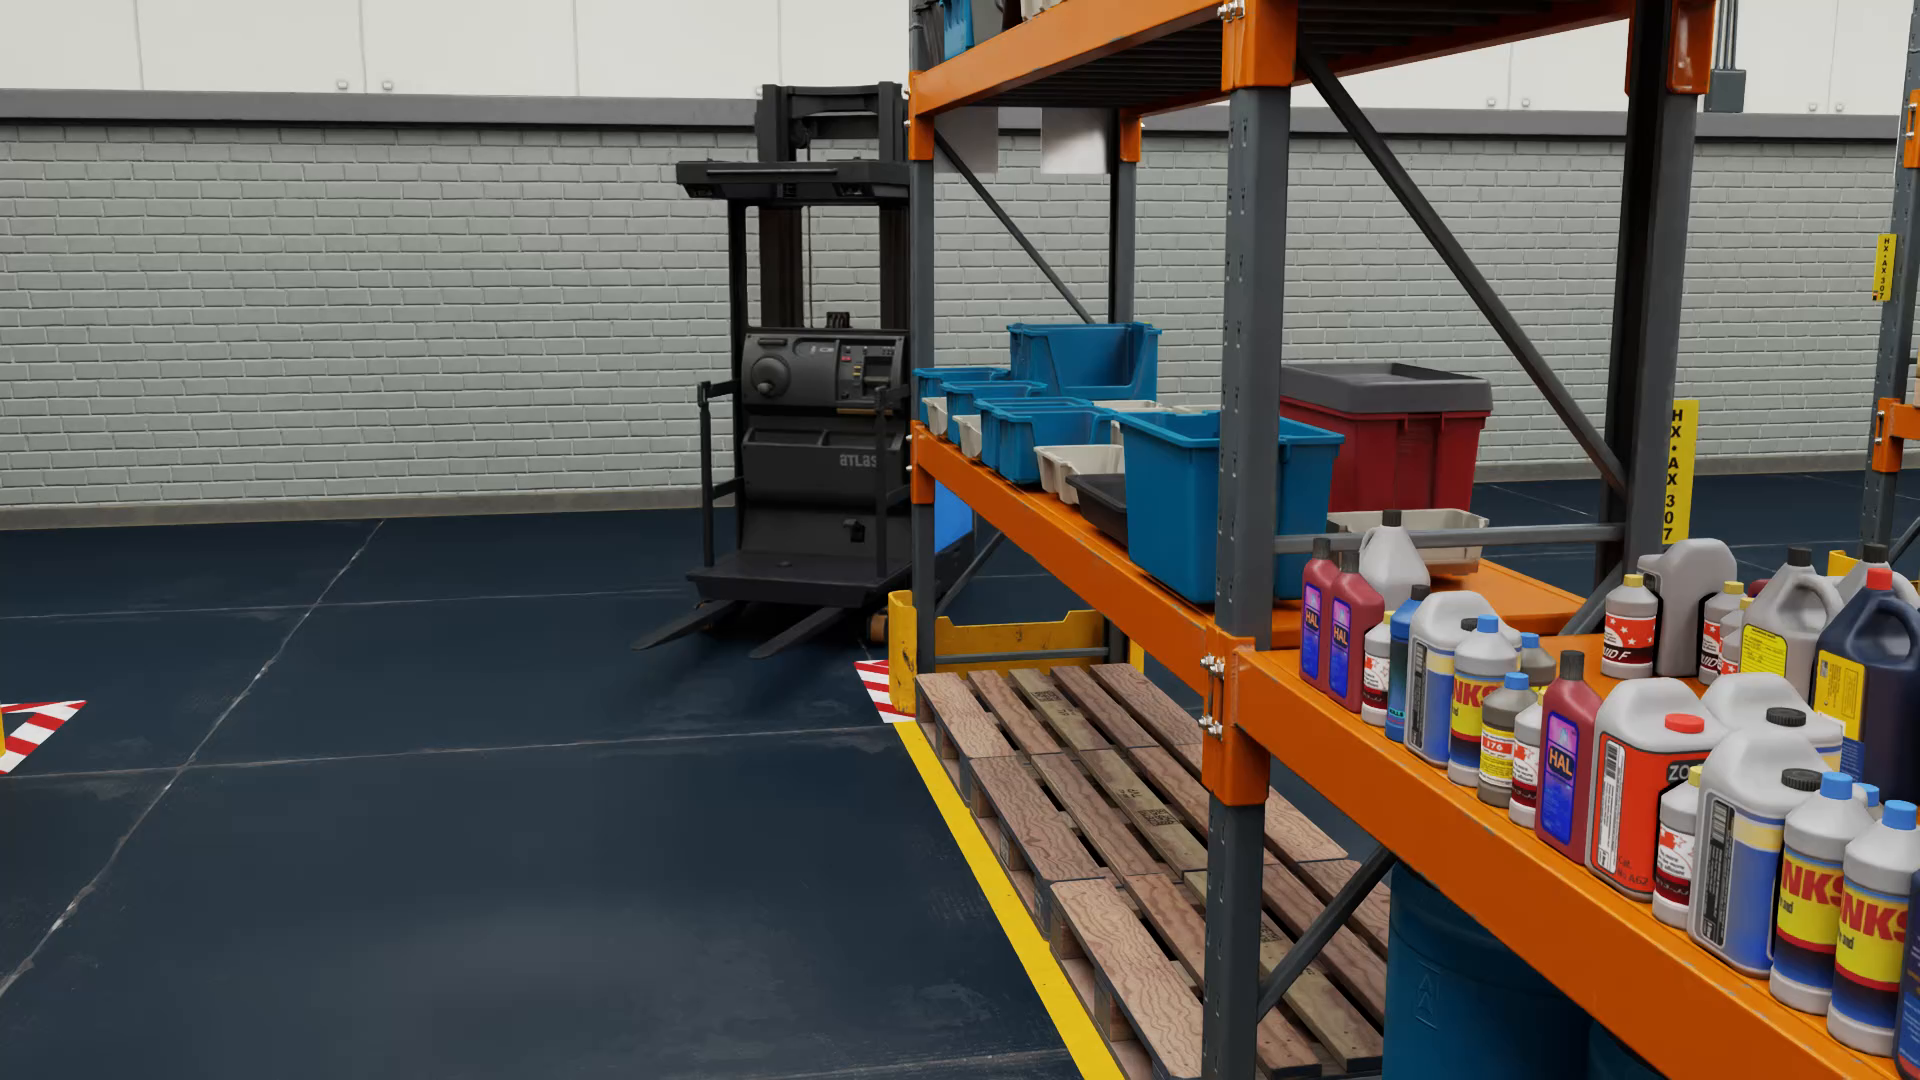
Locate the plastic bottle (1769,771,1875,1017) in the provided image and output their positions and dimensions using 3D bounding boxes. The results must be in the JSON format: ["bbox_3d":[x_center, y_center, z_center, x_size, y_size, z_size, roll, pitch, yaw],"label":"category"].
[{"bbox_3d":[0.996,0.401,1.912,0.097,0.271,0.097,0,11,0],"label":"plastic bottle"}]

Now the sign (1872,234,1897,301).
[{"bbox_3d":[4.594,-1.355,8.264,0.100,0.325,0.005,-2,11,-11],"label":"sign"}]

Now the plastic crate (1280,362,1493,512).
[{"bbox_3d":[1.131,-0.230,4.548,0.402,0.464,0.583,-2,11,-11],"label":"plastic crate"}]

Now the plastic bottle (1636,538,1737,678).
[{"bbox_3d":[1.452,0.126,3.345,0.152,0.276,0.135,-2,11,-11],"label":"plastic bottle"}]

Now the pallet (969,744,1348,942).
[{"bbox_3d":[0.637,1.016,5.792,1.003,0.211,1.213,-2,11,-11],"label":"pallet"}]

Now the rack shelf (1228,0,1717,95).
[{"bbox_3d":[1.448,-0.749,1.511,1.077,0.370,4.000,-2,11,-11],"label":"rack shelf"}]

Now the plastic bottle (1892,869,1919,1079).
[{"bbox_3d":[1.065,0.405,1.680,0.144,0.351,0.185,-2,11,-11],"label":"plastic bottle"}]

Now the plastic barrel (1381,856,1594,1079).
[{"bbox_3d":[1.148,0.929,3.281,0.600,0.901,0.708,-2,11,-11],"label":"plastic barrel"}]

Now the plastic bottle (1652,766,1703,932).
[{"bbox_3d":[0.951,0.393,2.142,0.097,0.201,0.097,0,11,0],"label":"plastic bottle"}]

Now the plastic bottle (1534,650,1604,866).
[{"bbox_3d":[0.884,0.307,2.372,0.061,0.283,0.133,-2,11,-11],"label":"plastic bottle"}]

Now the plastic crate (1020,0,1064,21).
[{"bbox_3d":[0.409,-1.727,5.042,0.437,0.282,0.530,-2,11,-11],"label":"plastic crate"}]

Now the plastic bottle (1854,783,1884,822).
[{"bbox_3d":[1.119,0.405,2.078,0.097,0.201,0.097,0,11,0],"label":"plastic bottle"}]

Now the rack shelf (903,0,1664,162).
[{"bbox_3d":[0.670,-1.483,5.366,1.077,0.370,4.000,-2,11,-11],"label":"rack shelf"}]

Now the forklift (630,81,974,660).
[{"bbox_3d":[-0.813,-0.965,8.930,1.130,2.935,3.031,3,11,16],"label":"forklift"}]

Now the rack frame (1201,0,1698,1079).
[{"bbox_3d":[1.062,0.004,3.652,0.949,2.616,0.053,-2,11,-11],"label":"rack frame"}]

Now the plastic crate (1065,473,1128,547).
[{"bbox_3d":[0.578,-0.086,4.699,0.437,0.125,0.590,-2,11,-11],"label":"plastic crate"}]

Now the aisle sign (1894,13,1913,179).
[{"bbox_3d":[4.831,-2.189,8.221,0.394,0.787,0.004,-2,11,-11],"label":"aisle sign"}]

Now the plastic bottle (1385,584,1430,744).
[{"bbox_3d":[0.797,0.213,2.899,0.097,0.271,0.097,0,11,0],"label":"plastic bottle"}]

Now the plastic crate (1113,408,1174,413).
[{"bbox_3d":[0.659,-0.433,6.492,0.396,0.136,0.243,-2,11,-11],"label":"plastic crate"}]

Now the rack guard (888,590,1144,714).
[{"bbox_3d":[0.263,0.495,7.761,1.175,0.500,0.348,-2,11,-11],"label":"rack guard"}]

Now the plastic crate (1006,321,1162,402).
[{"bbox_3d":[0.529,-0.722,7.210,0.616,0.435,0.499,-2,11,-11],"label":"plastic crate"}]

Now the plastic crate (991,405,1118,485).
[{"bbox_3d":[0.320,-0.323,5.657,0.416,0.233,0.300,-2,11,-11],"label":"plastic crate"}]

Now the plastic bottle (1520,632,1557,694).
[{"bbox_3d":[0.965,0.260,2.841,0.097,0.201,0.097,0,11,0],"label":"plastic bottle"}]

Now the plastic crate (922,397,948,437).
[{"bbox_3d":[-0.013,-0.510,6.900,0.250,0.136,0.298,-2,11,-11],"label":"plastic crate"}]

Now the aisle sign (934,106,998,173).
[{"bbox_3d":[-0.025,-2.009,7.276,0.394,0.787,0.004,-2,11,-11],"label":"aisle sign"}]

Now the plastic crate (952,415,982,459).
[{"bbox_3d":[0.119,-0.386,6.246,0.250,0.136,0.298,-2,11,-11],"label":"plastic crate"}]

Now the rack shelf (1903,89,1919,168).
[{"bbox_3d":[5.528,-1.663,6.312,1.077,0.370,4.000,-2,11,-11],"label":"rack shelf"}]

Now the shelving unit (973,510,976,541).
[{"bbox_3d":[-0.010,-0.526,11.650,0.215,1.050,0.252,-2,11,-11],"label":"shelving unit"}]

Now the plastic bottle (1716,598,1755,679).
[{"bbox_3d":[1.468,0.209,3.106,0.097,0.201,0.097,0,11,0],"label":"plastic bottle"}]

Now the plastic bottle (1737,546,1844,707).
[{"bbox_3d":[1.417,0.190,2.806,0.144,0.351,0.185,-2,11,-11],"label":"plastic bottle"}]

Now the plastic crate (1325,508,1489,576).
[{"bbox_3d":[1.108,0.014,4.147,0.396,0.136,0.243,-2,11,-11],"label":"plastic crate"}]

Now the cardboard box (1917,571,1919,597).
[{"bbox_3d":[5.342,0.042,8.010,0.875,0.875,0.875,-2,11,-11],"label":"cardboard box"}]

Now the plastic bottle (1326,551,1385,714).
[{"bbox_3d":[0.738,0.169,3.099,0.061,0.283,0.133,-2,11,-11],"label":"plastic bottle"}]

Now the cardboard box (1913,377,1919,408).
[{"bbox_3d":[4.884,-0.709,8.071,0.380,0.149,0.250,-2,11,-10],"label":"cardboard box"}]

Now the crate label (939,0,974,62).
[{"bbox_3d":[0.143,-1.949,6.289,0.408,0.251,0.502,-2,11,-11],"label":"crate label"}]

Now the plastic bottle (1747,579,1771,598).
[{"bbox_3d":[1.542,0.163,3.130,0.061,0.283,0.133,-2,11,-11],"label":"plastic bottle"}]

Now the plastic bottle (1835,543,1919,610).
[{"bbox_3d":[1.558,0.185,2.833,0.144,0.351,0.185,-2,11,-11],"label":"plastic bottle"}]

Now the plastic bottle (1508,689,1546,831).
[{"bbox_3d":[0.880,0.326,2.494,0.097,0.201,0.097,0,11,0],"label":"plastic bottle"}]

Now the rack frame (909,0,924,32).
[{"bbox_3d":[0.281,-3.676,6.945,1.000,3.000,0.127,-2,11,-11],"label":"rack frame"}]

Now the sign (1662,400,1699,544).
[{"bbox_3d":[1.599,-0.151,3.729,0.100,0.325,0.005,-2,11,-11],"label":"sign"}]

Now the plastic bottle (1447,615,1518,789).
[{"bbox_3d":[0.842,0.256,2.675,0.097,0.271,0.097,0,11,0],"label":"plastic bottle"}]

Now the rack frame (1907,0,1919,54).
[{"bbox_3d":[5.139,-3.857,7.892,1.000,3.000,0.127,-2,11,-11],"label":"rack frame"}]
